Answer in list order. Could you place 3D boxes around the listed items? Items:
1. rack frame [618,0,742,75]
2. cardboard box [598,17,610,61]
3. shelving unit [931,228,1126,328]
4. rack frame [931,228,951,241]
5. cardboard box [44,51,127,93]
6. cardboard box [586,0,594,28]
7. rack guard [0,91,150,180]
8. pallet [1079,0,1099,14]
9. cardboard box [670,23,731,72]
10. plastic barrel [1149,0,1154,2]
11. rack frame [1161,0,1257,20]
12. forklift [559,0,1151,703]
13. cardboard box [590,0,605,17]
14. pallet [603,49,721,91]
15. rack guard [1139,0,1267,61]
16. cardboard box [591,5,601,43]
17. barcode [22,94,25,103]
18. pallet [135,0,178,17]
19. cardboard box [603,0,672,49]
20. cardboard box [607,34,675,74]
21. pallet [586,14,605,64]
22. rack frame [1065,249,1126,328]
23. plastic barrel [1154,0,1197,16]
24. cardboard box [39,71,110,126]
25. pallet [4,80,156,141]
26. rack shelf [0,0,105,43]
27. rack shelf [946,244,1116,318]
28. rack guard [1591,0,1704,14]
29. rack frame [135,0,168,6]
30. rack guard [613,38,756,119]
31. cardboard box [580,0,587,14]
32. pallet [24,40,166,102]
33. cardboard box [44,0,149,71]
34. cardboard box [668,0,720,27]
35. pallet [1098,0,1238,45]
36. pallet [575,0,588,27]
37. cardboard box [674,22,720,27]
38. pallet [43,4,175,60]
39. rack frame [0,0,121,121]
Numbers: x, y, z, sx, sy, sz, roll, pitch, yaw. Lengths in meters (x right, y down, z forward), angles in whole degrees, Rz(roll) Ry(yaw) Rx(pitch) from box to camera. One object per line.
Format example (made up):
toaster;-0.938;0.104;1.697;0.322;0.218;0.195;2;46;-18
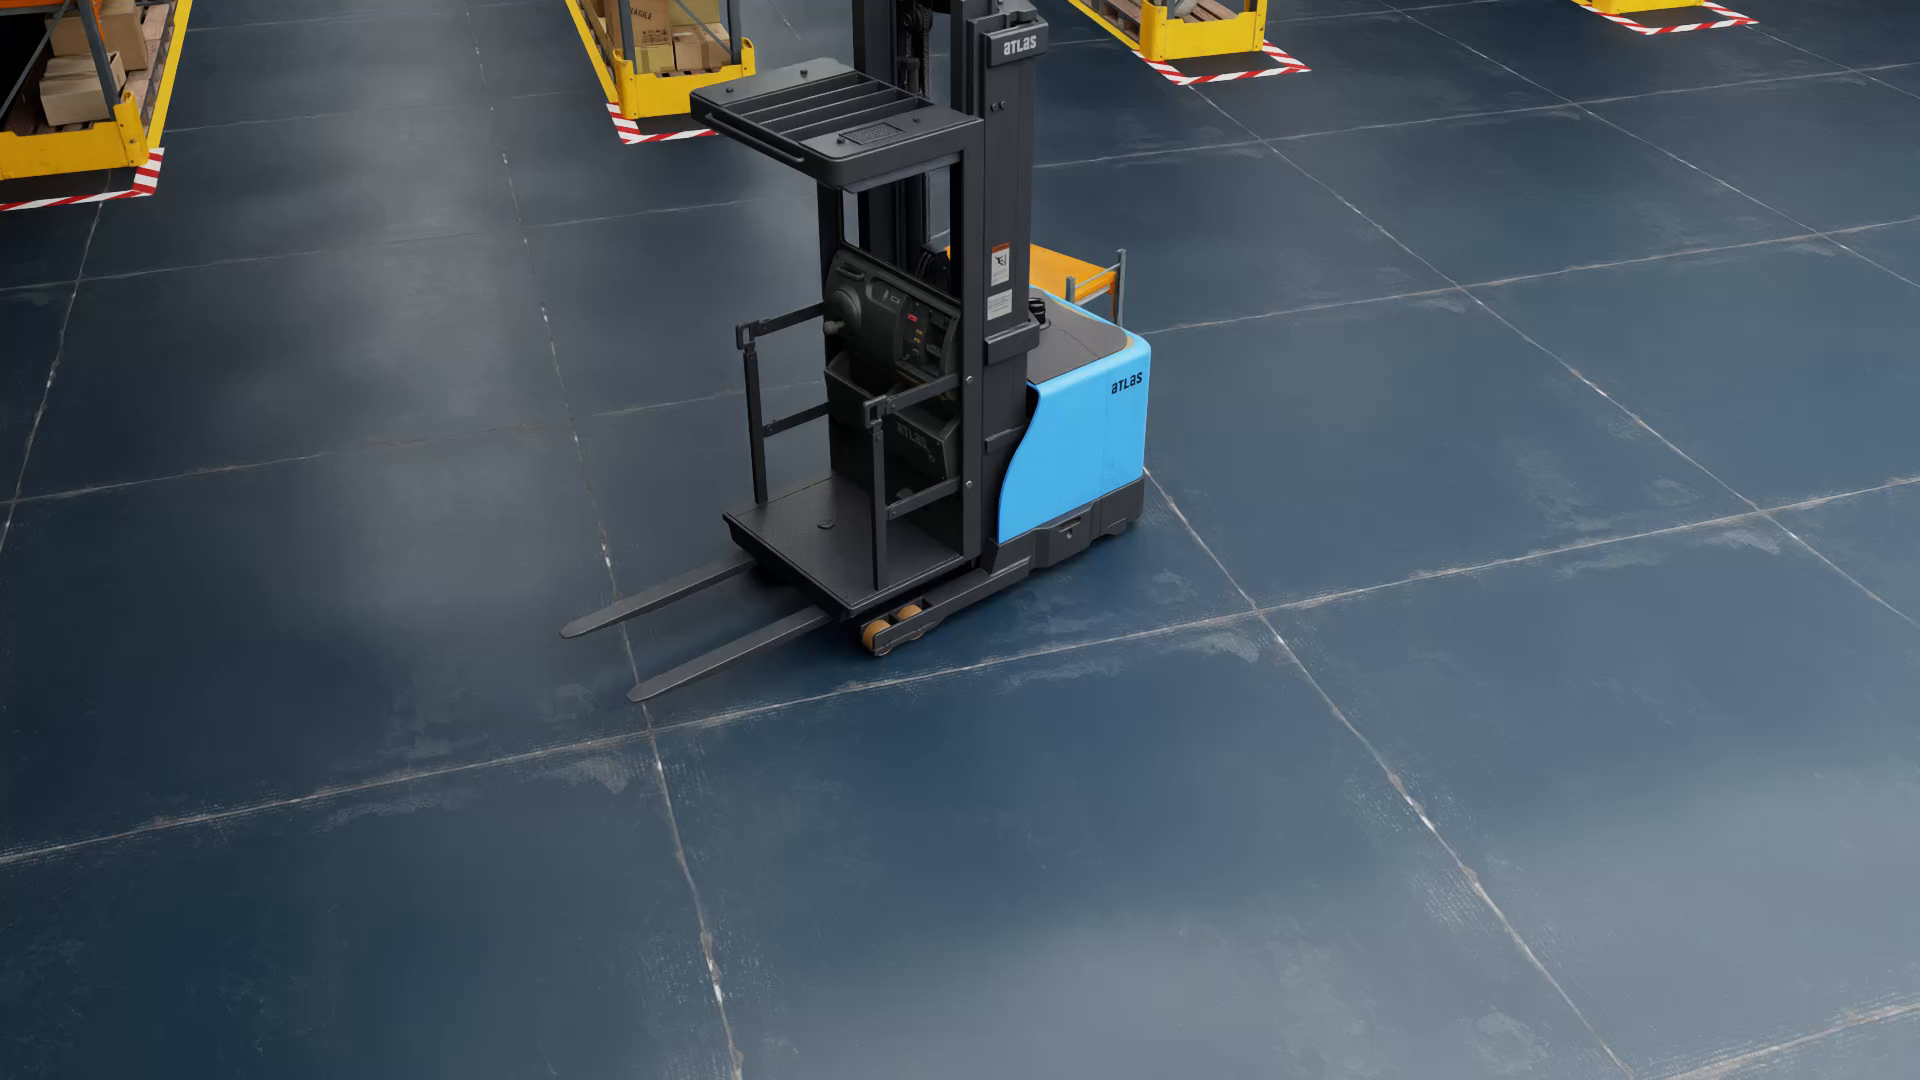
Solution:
rack frame;-2.364;-5.032;13.644;1.000;3.000;0.127;-10;35;-15
cardboard box;-2.973;-4.552;15.031;0.500;0.250;0.500;-10;35;-15
shelving unit;0.351;-1.204;9.552;1.048;1.125;0.538;25;41;33
rack frame;-0.034;-1.387;9.829;0.032;1.125;0.500;25;41;33
cardboard box;-7.380;-3.936;14.026;0.500;0.311;0.500;-7;34;-11
cardboard box;-3.278;-5.077;15.826;0.500;0.250;0.500;-10;35;-15
rack guard;-7.104;-3.194;13.130;1.175;0.500;0.348;-10;35;-15
pallet;1.675;-5.798;17.333;1.003;0.211;1.213;-10;35;-15
cardboard box;-2.316;-4.379;14.769;0.500;0.250;0.500;-10;35;-15
plastic barrel;1.928;-5.596;16.373;0.421;0.512;0.421;0;33;0
rack frame;2.354;-5.863;14.901;1.000;3.000;0.127;-10;35;-15
forklift;-0.483;-1.001;7.607;3.031;2.935;1.130;-25;41;-32
cardboard box;-3.130;-5.127;15.221;0.500;0.500;0.500;-10;35;-15
pallet;-2.638;-4.263;15.009;1.003;0.211;1.213;-10;35;-15
rack guard;2.286;-4.852;15.639;1.175;0.500;0.348;-10;35;-15
cardboard box;-3.128;-4.814;15.428;0.500;0.250;0.500;-10;35;-15
barcode;-7.593;-3.583;13.483;0.001;0.075;0.075;-10;35;-15
pallet;-8.540;-5.542;16.945;1.003;0.211;1.213;-10;35;-15
cardboard box;-2.811;-4.604;14.430;0.500;0.500;0.500;-10;35;-15
cardboard box;-2.809;-4.292;14.637;0.500;0.250;0.500;-10;35;-15
pallet;-3.006;-4.902;15.977;1.003;0.211;1.213;-10;35;-15
rack frame;0.737;-1.022;9.276;0.032;1.125;0.500;25;41;33
plastic barrel;2.080;-5.333;15.975;0.421;0.512;0.421;0;33;0
cardboard box;-7.206;-3.637;13.573;0.500;0.311;0.500;-14;36;-20
pallet;-7.318;-3.506;13.864;1.003;0.211;1.213;-10;35;-15
rack shelf;-7.691;-4.947;14.168;1.077;0.370;4.000;-10;35;-15
rack shelf;0.351;-1.449;9.391;1.000;0.278;0.538;25;41;33
rack guard;7.048;-5.693;16.911;1.175;0.500;0.348;-10;35;-15
rack frame;-8.301;-6.297;15.558;1.000;3.000;0.127;-10;35;-15
rack guard;-2.357;-3.976;14.314;1.175;0.500;0.348;-10;35;-15
cardboard box;-3.437;-5.339;16.221;0.500;0.250;0.500;-10;35;-15
pallet;-7.687;-4.145;14.831;1.003;0.211;1.213;-10;35;-15
cardboard box;-7.556;-4.409;14.569;0.700;0.500;0.500;-12;35;-18
cardboard box;-2.471;-4.954;14.959;0.500;0.500;0.500;-10;35;-15
pallet;2.043;-5.159;16.365;1.003;0.211;1.213;-10;35;-15
pallet;-3.382;-5.544;16.948;1.003;0.211;1.213;-10;35;-15
cardboard box;-2.472;-4.641;15.165;0.500;0.250;0.500;-10;35;-15
pallet;-8.063;-4.787;15.802;1.003;0.211;1.213;-10;35;-15
rack frame;-7.081;-4.197;12.380;1.000;3.000;0.127;-10;35;-15
